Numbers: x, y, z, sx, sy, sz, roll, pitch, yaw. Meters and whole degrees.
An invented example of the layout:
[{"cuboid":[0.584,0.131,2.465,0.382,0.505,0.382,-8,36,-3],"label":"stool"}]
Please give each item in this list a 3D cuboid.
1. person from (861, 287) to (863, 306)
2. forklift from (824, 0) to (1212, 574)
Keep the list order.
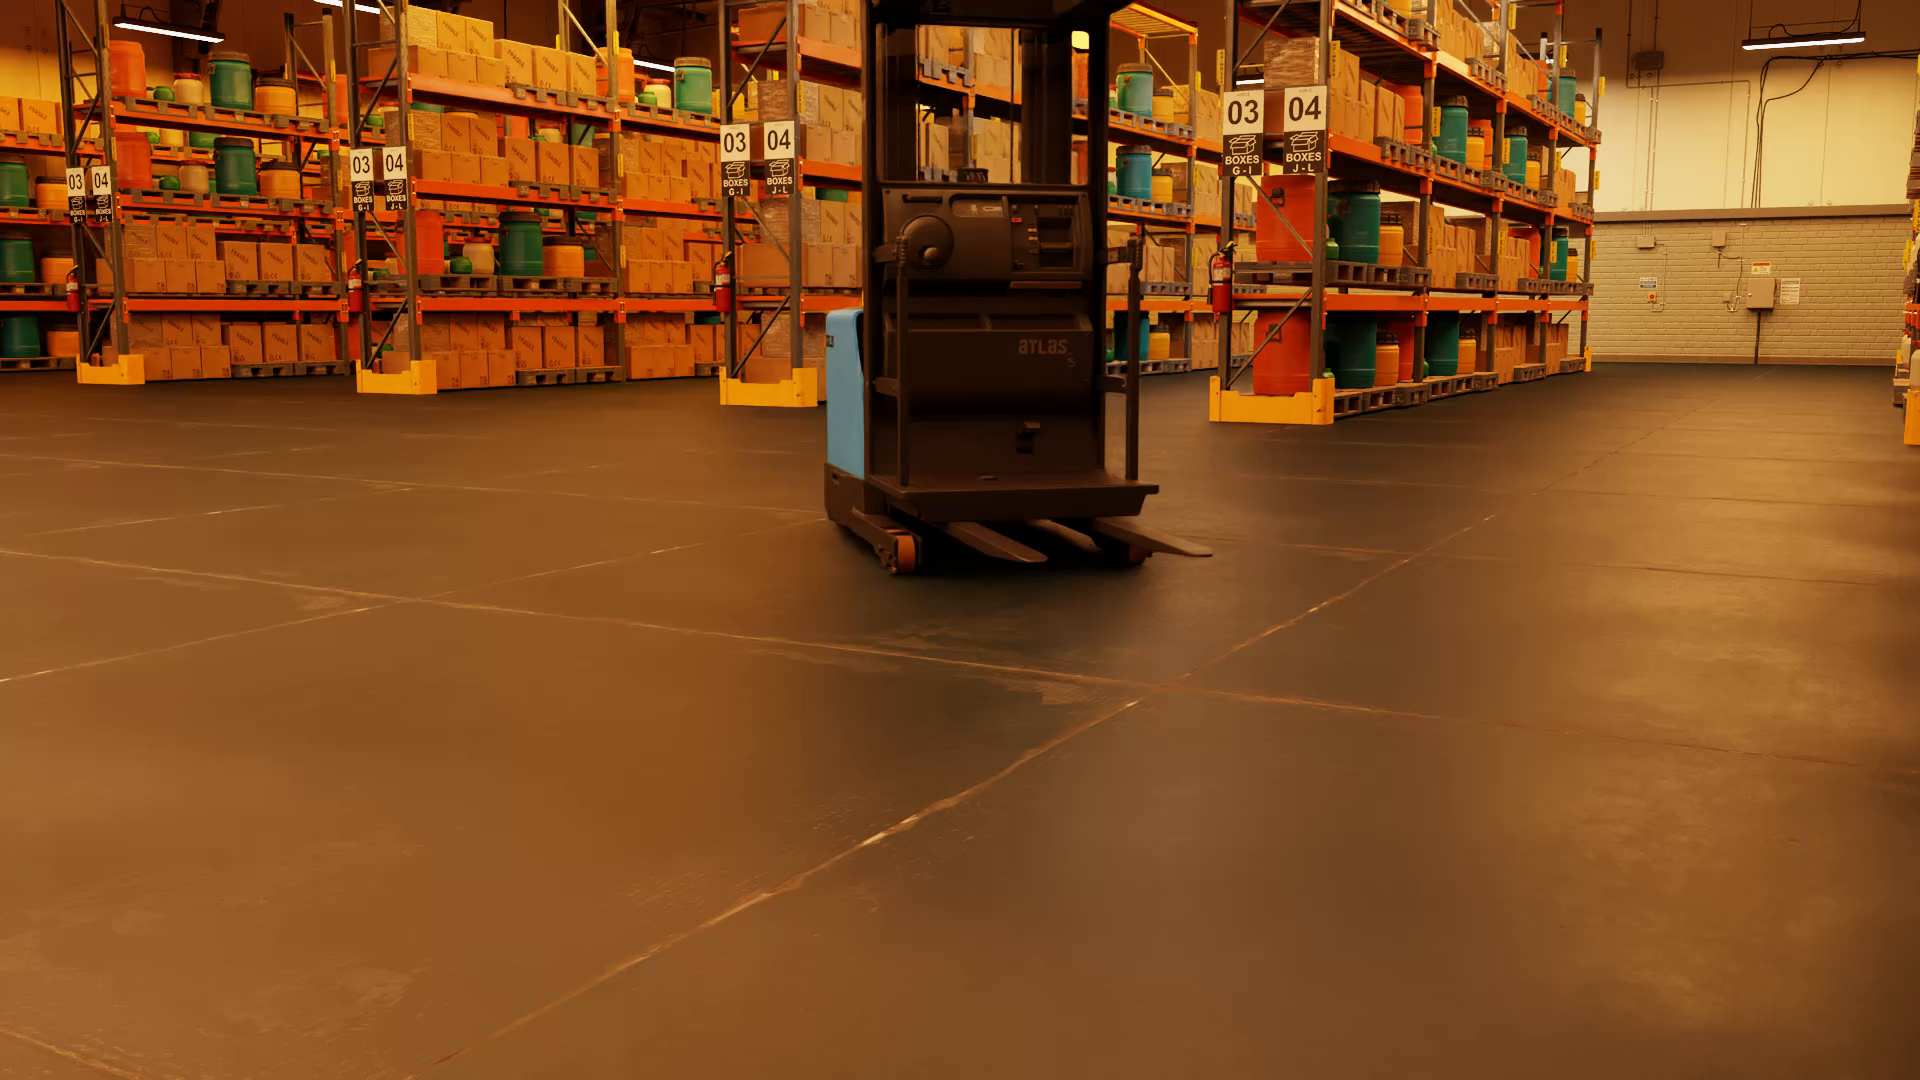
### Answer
[{"cuboid":[-0.359,-1.192,10.030,0.461,1.759,0.630,-2,8,-13],"label":"person"},{"cuboid":[0.179,-1.368,7.009,1.130,2.935,3.031,-2,8,-14],"label":"forklift"}]
